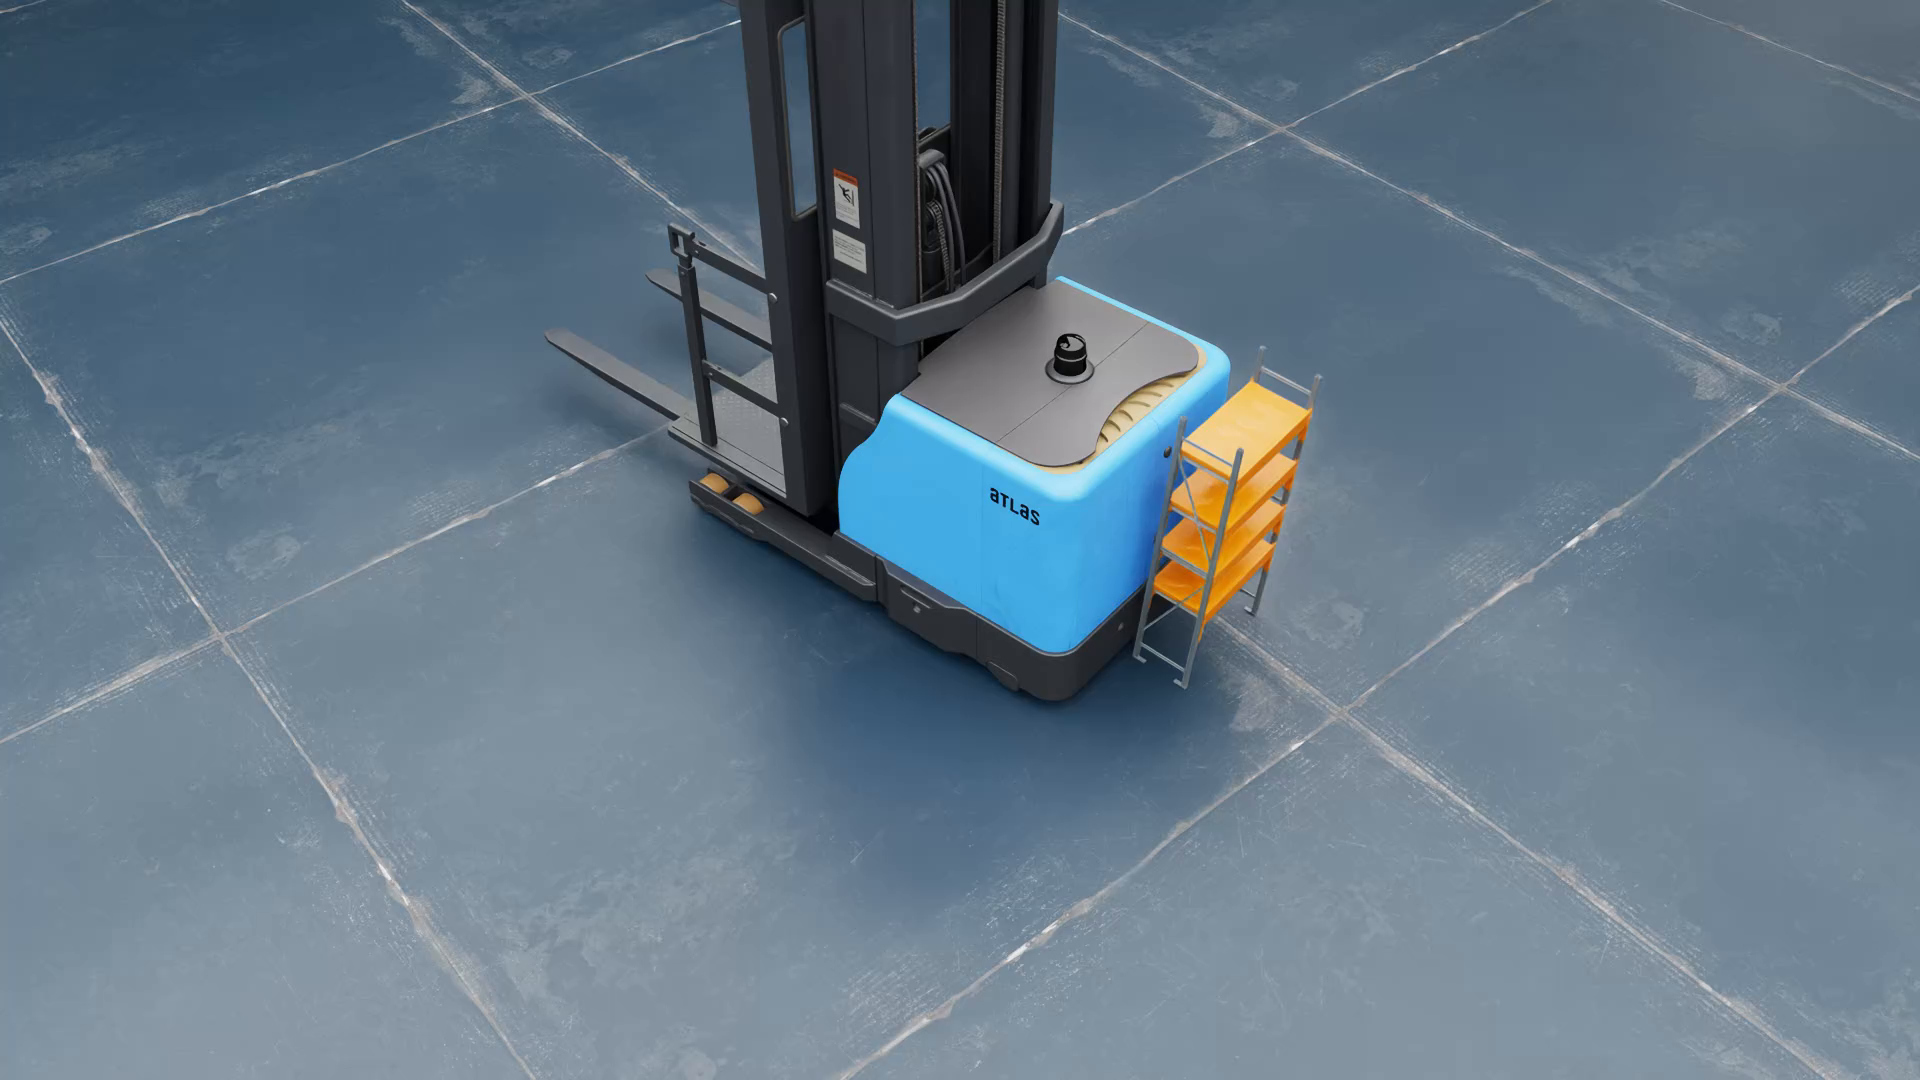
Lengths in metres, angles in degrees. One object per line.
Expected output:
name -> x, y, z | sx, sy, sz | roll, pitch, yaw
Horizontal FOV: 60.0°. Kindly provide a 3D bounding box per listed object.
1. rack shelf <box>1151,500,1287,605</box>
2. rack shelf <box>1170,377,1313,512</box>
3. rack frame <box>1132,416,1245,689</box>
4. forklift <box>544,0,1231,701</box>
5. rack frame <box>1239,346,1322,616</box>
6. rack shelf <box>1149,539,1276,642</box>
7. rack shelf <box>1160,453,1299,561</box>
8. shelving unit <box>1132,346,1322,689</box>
rack shelf -> 0.929, -0.009, 5.968 | 0.258, 0.148, 0.480 | 32, 52, 24
rack shelf -> 0.954, -0.329, 5.638 | 0.258, 0.148, 0.480 | 32, 52, 24
rack frame -> 0.779, 0.074, 5.782 | 0.240, 1.200, 0.015 | 32, 52, 24
forklift -> -0.479, -1.340, 6.036 | 3.031, 2.935, 1.130 | 30, 51, 28
rack frame -> 1.087, -0.185, 6.058 | 0.240, 1.200, 0.015 | 32, 52, 24
rack shelf -> 0.918, 0.130, 6.110 | 0.258, 0.148, 0.480 | 32, 52, 24
rack shelf -> 0.941, -0.164, 5.808 | 0.258, 0.148, 0.480 | 32, 52, 24
shelving unit -> 0.933, -0.055, 5.920 | 0.258, 1.200, 0.503 | 32, 52, 24
